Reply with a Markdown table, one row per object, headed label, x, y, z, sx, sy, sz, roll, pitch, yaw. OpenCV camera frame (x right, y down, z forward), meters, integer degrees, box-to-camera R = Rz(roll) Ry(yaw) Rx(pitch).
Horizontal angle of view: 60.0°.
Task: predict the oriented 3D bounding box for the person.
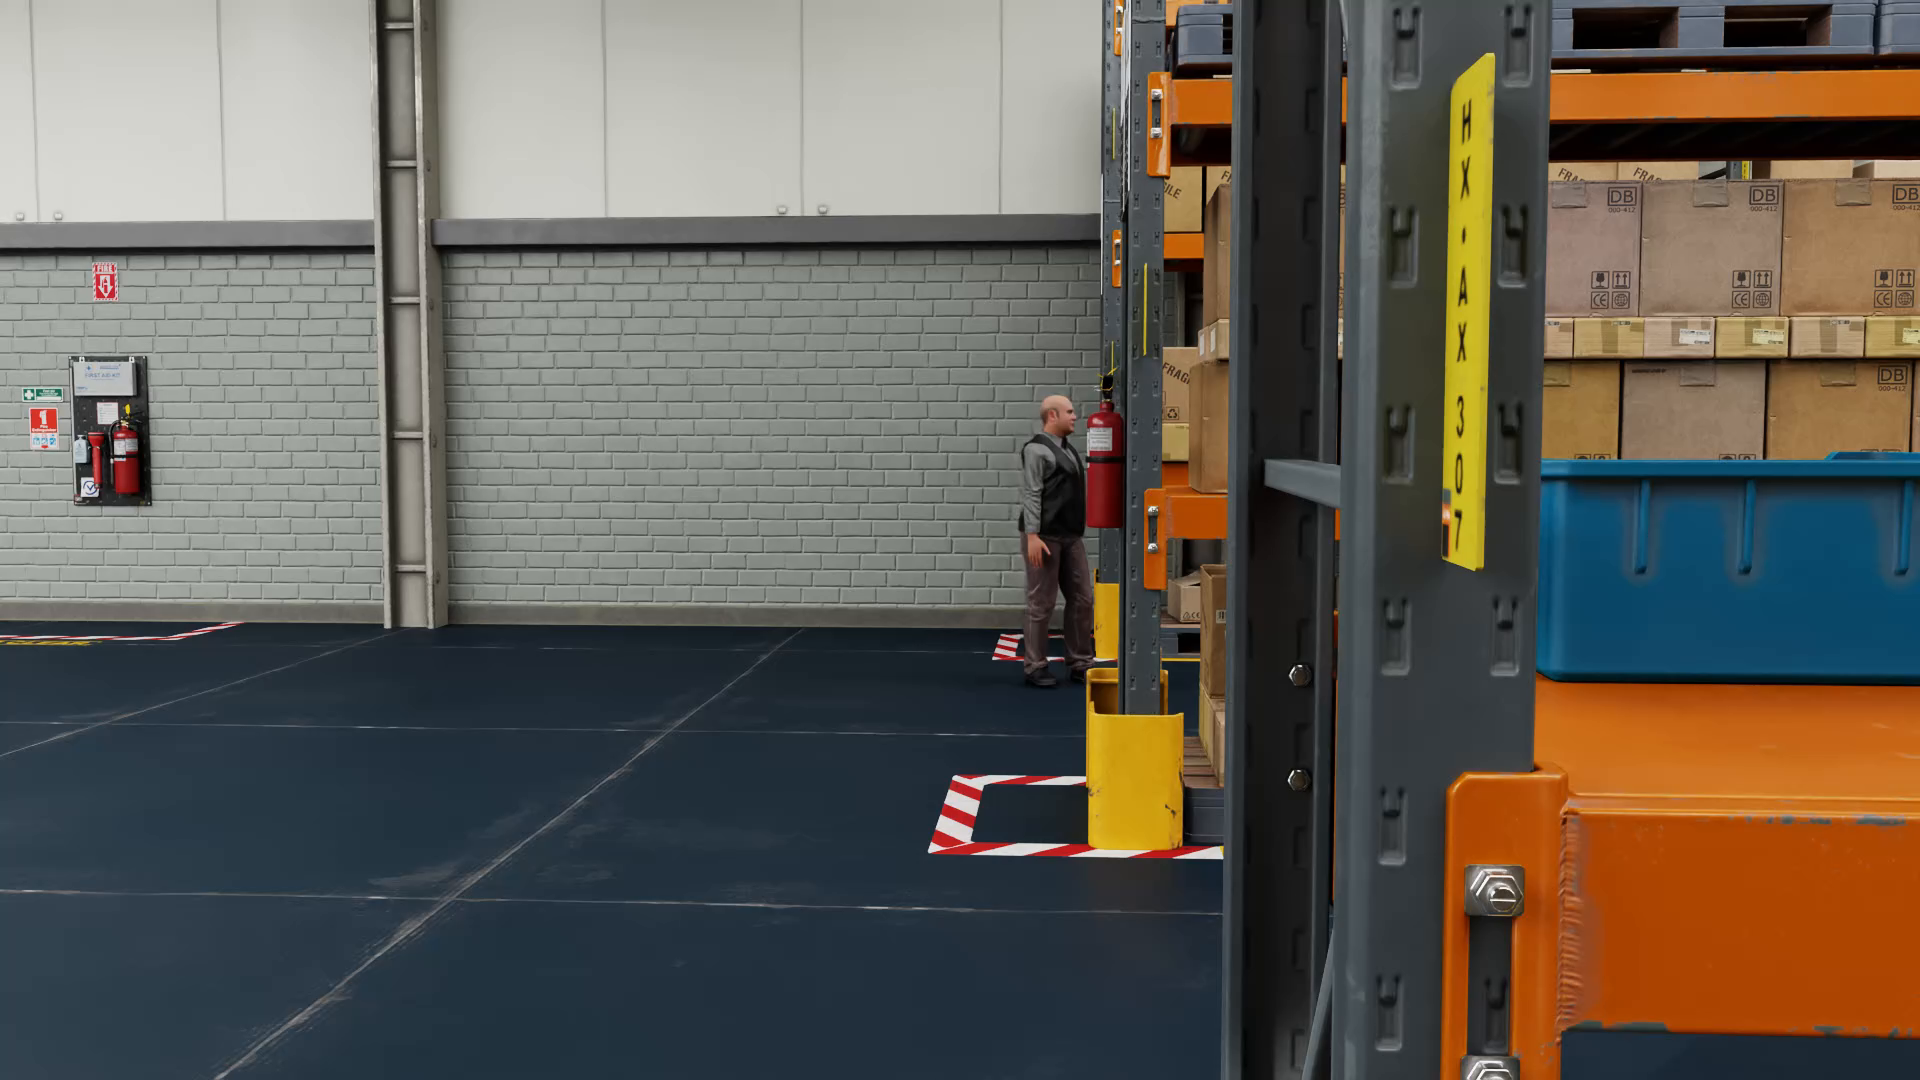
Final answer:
| label | x | y | z | sx | sy | sz | roll | pitch | yaw |
| --- | --- | --- | --- | --- | --- | --- | --- | --- | --- |
| person | 0.600 | 0.024 | 9.832 | 0.496 | 1.758 | 0.583 | 3 | 5 | 33 |
